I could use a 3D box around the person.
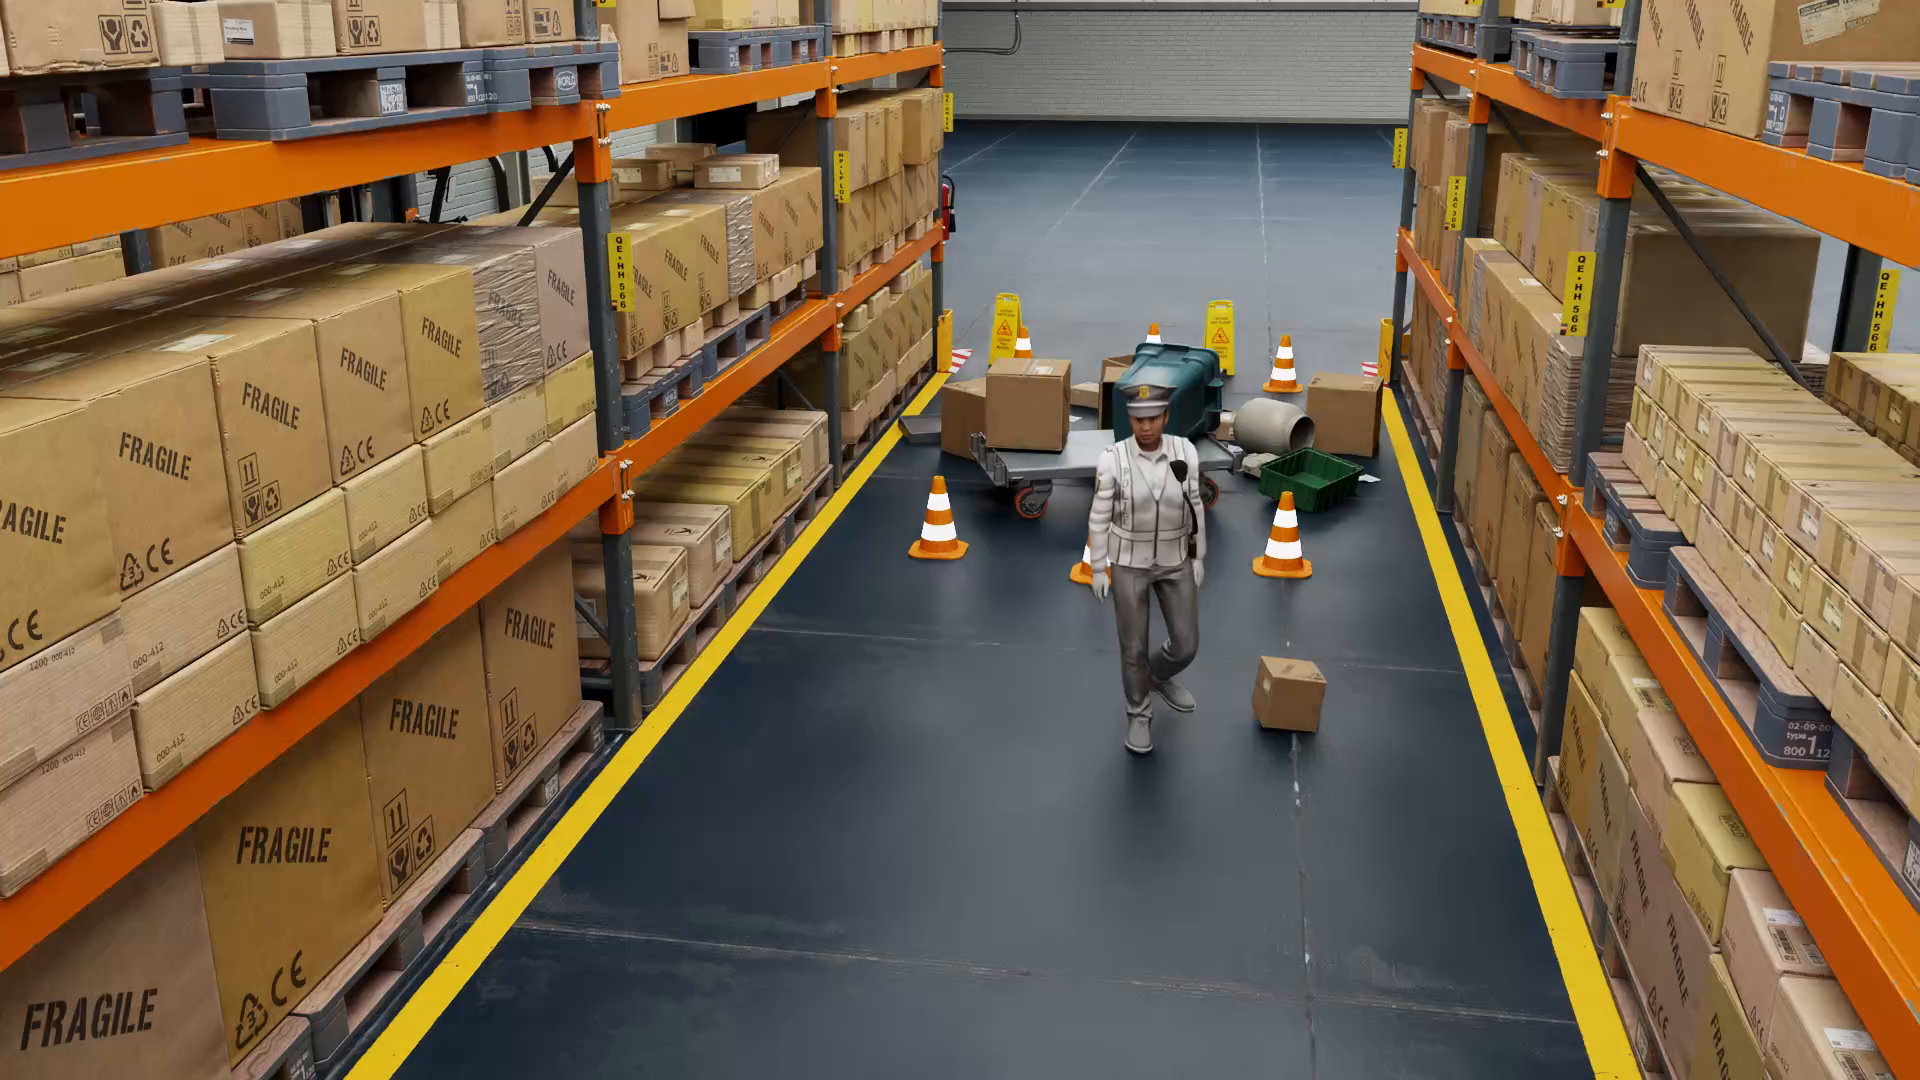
[{"bbox_3d":[0.814,0.094,7.229,0.535,1.674,0.493,-1,18,-4],"label":"person"}]
